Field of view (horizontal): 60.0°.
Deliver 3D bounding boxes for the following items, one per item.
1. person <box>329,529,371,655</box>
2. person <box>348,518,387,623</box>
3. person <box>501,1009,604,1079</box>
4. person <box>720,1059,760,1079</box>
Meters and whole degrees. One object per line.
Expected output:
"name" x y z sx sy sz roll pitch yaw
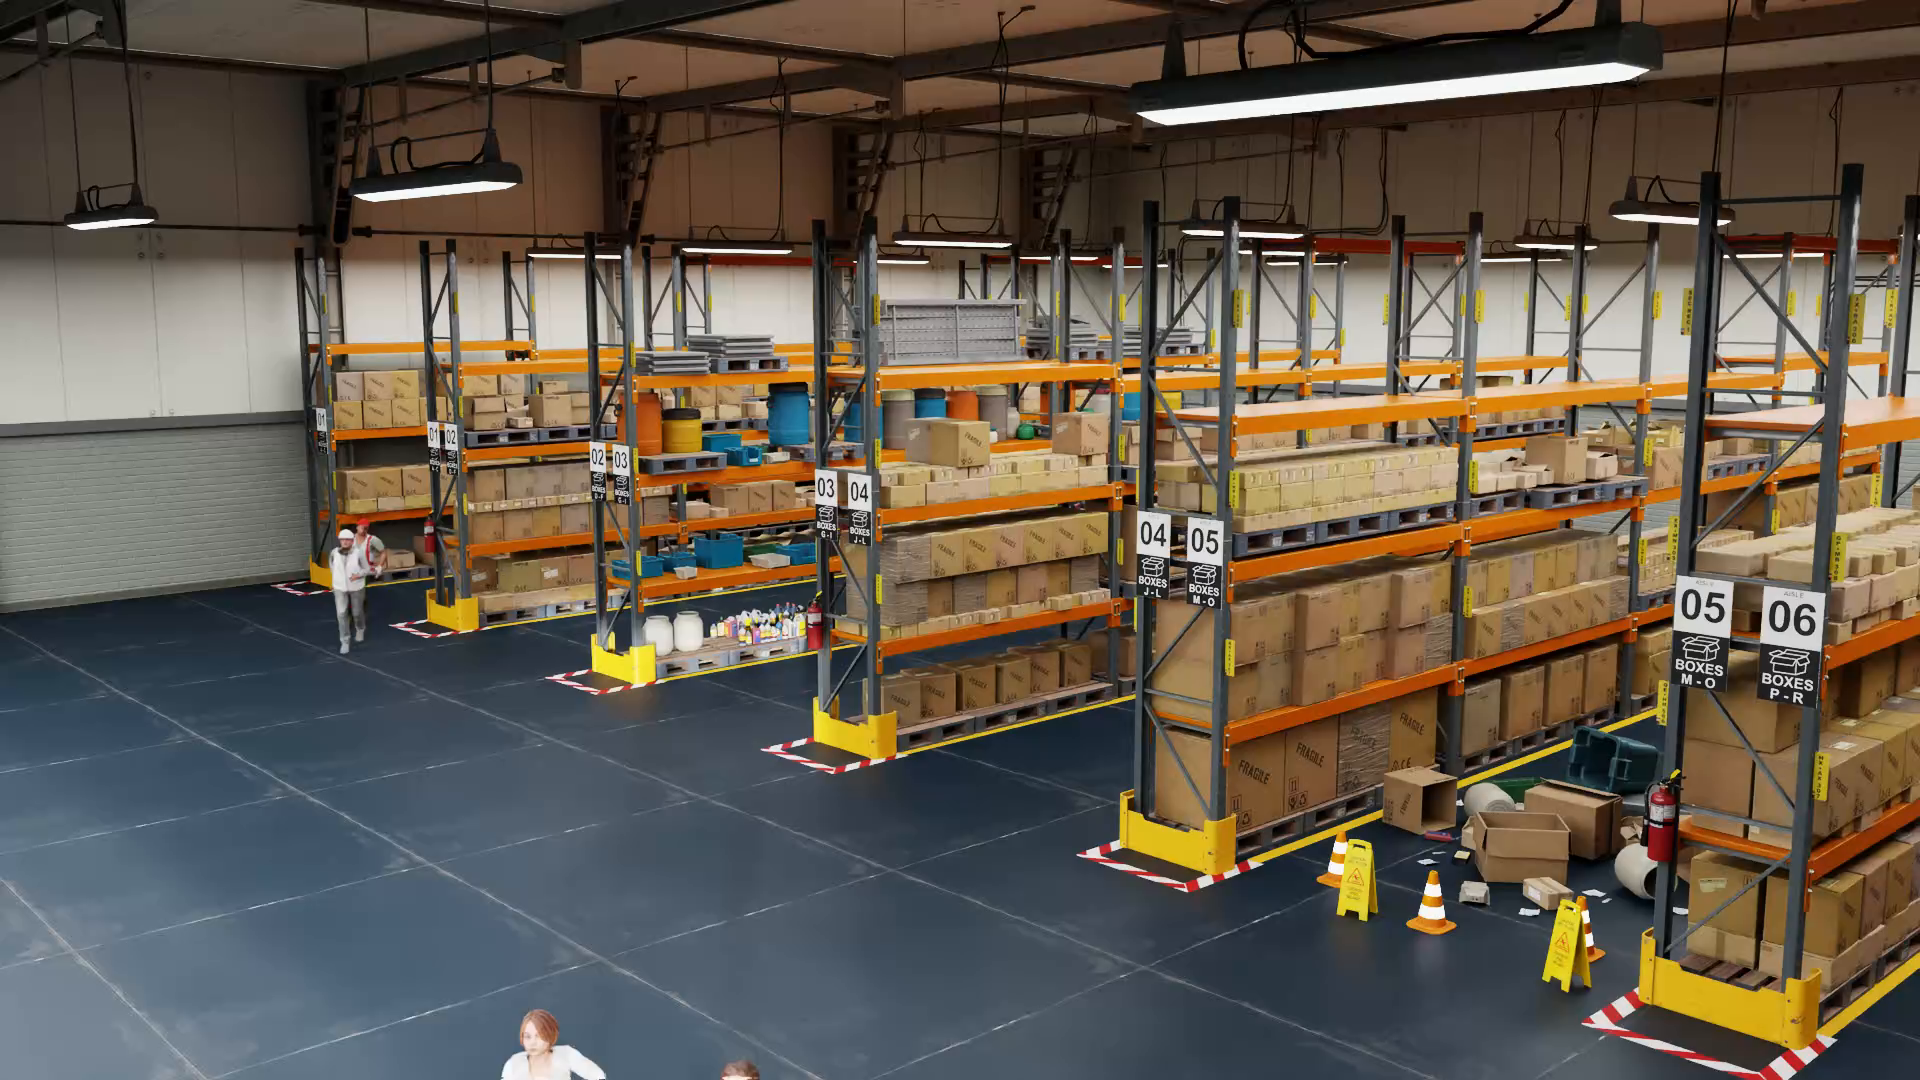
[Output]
"person" -8.958 0.711 24.446 0.608 1.782 0.943 -2 9 -13
"person" -9.484 0.485 26.381 0.747 1.695 0.563 1 8 9
"person" -2.105 3.159 8.500 0.545 1.578 0.629 -1 8 -5
"person" -1.010 3.232 7.772 0.540 1.674 0.669 -1 8 -4
